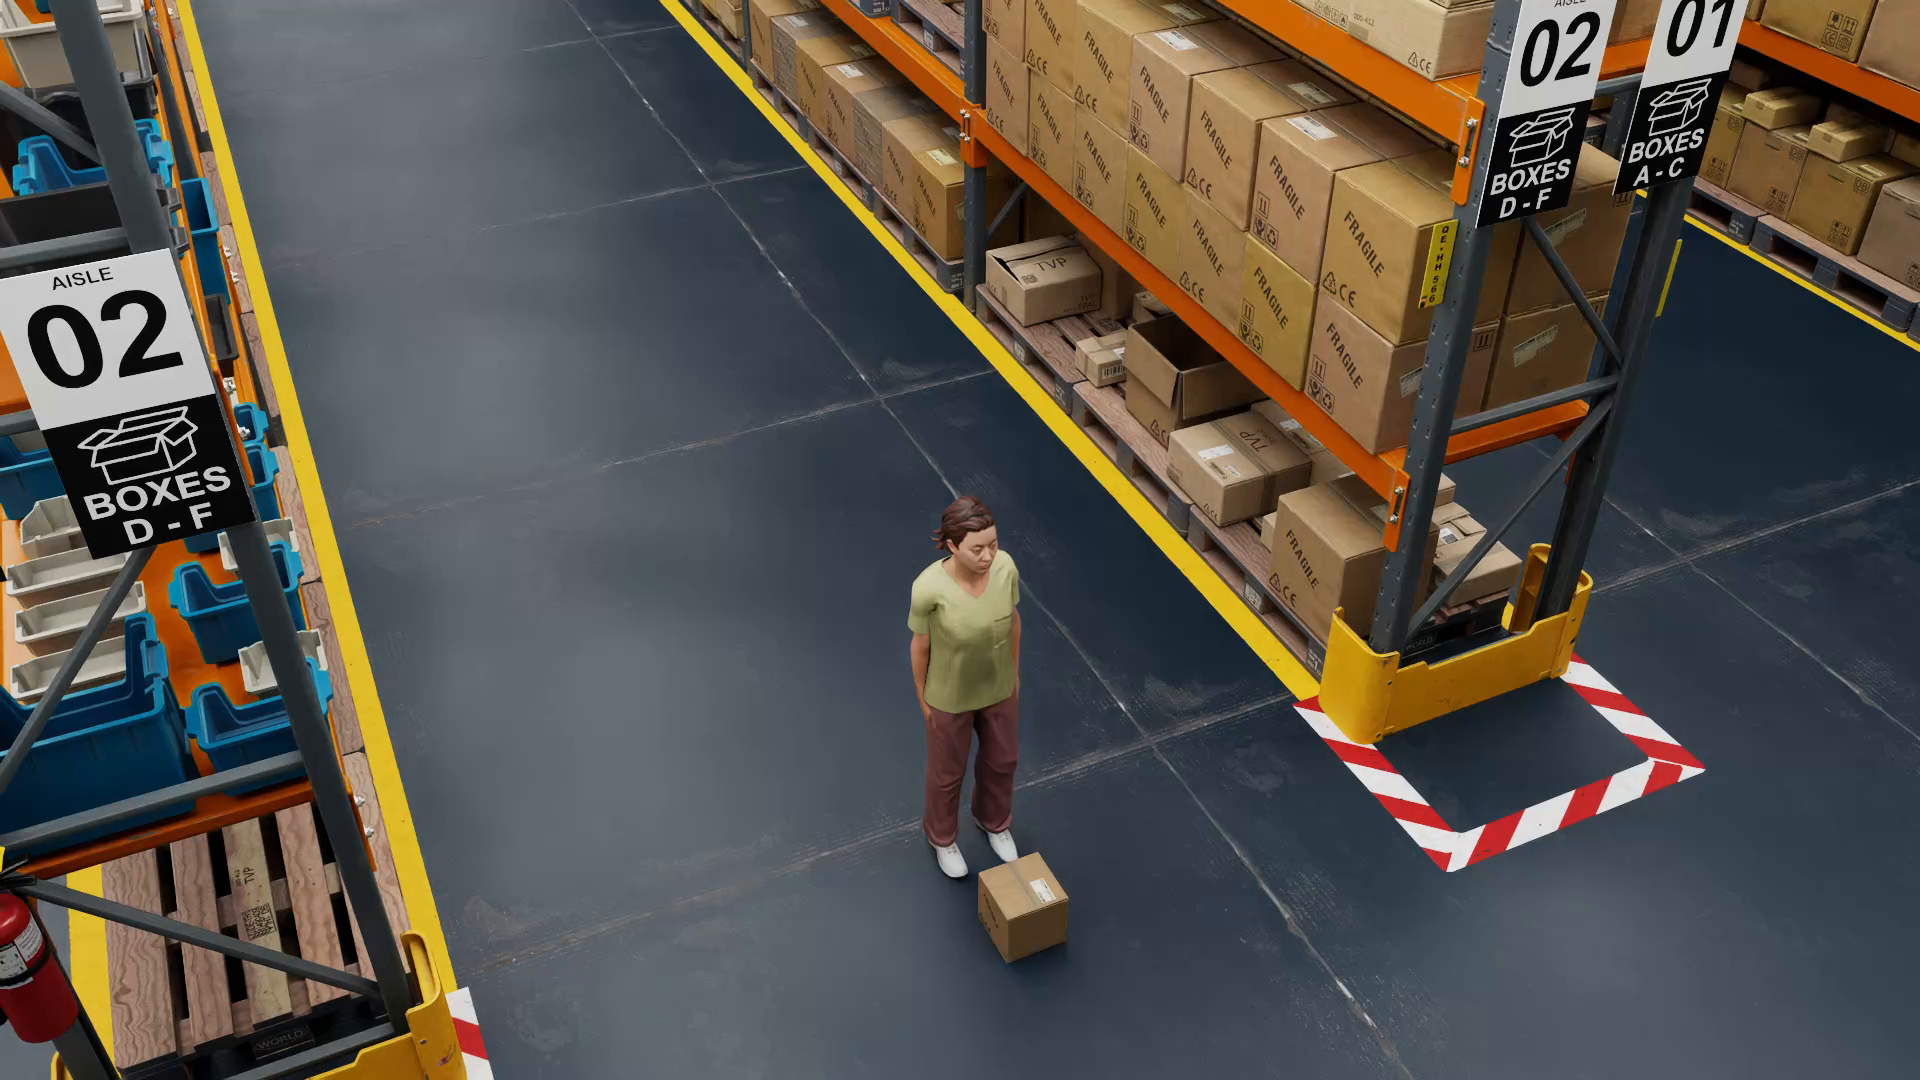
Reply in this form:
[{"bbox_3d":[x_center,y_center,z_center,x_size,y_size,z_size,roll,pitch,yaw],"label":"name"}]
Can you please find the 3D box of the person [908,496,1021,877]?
[{"bbox_3d":[0.034,0.556,6.153,0.441,1.695,0.357,-15,40,-19],"label":"person"}]
